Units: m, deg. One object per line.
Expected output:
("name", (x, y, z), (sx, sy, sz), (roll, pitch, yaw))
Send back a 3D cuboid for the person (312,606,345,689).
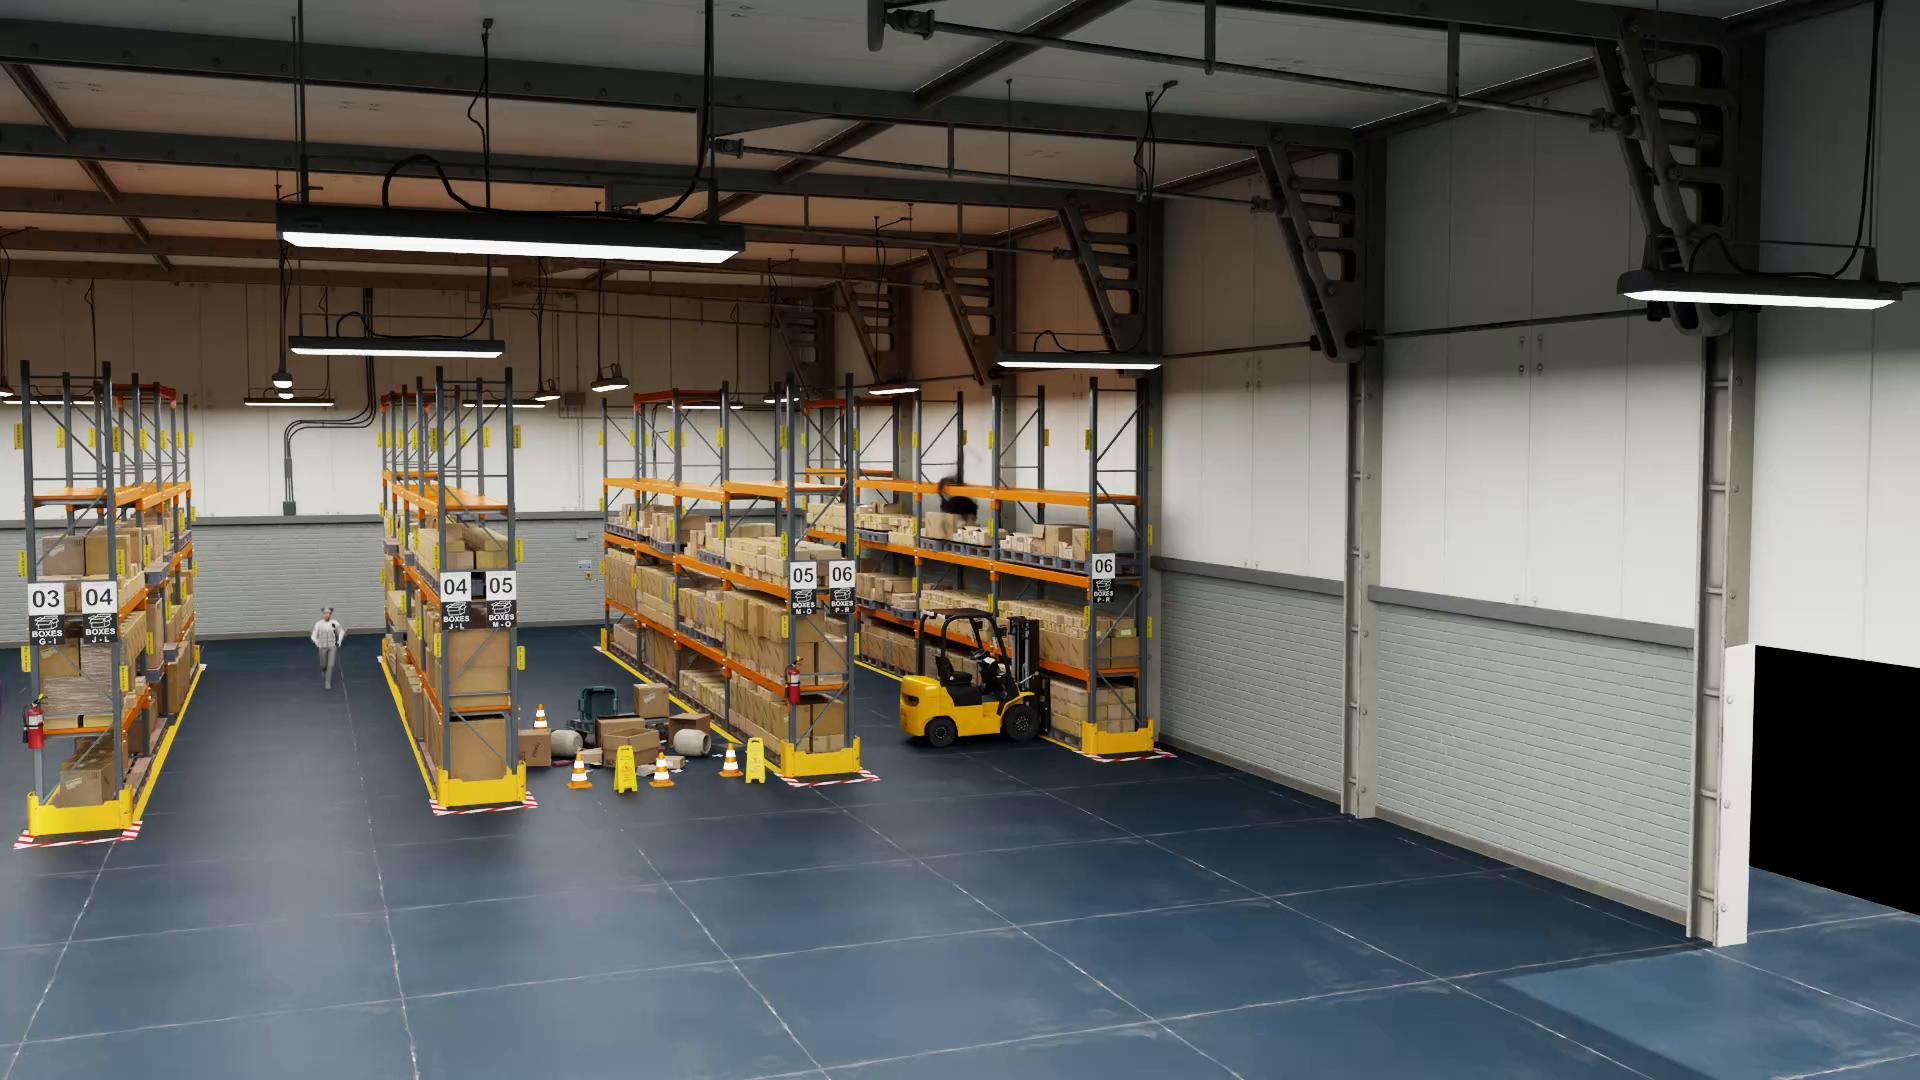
("person", (-12.739, 2.165, 33.555), (0.632, 1.656, 0.719), (-1, 4, -20))
